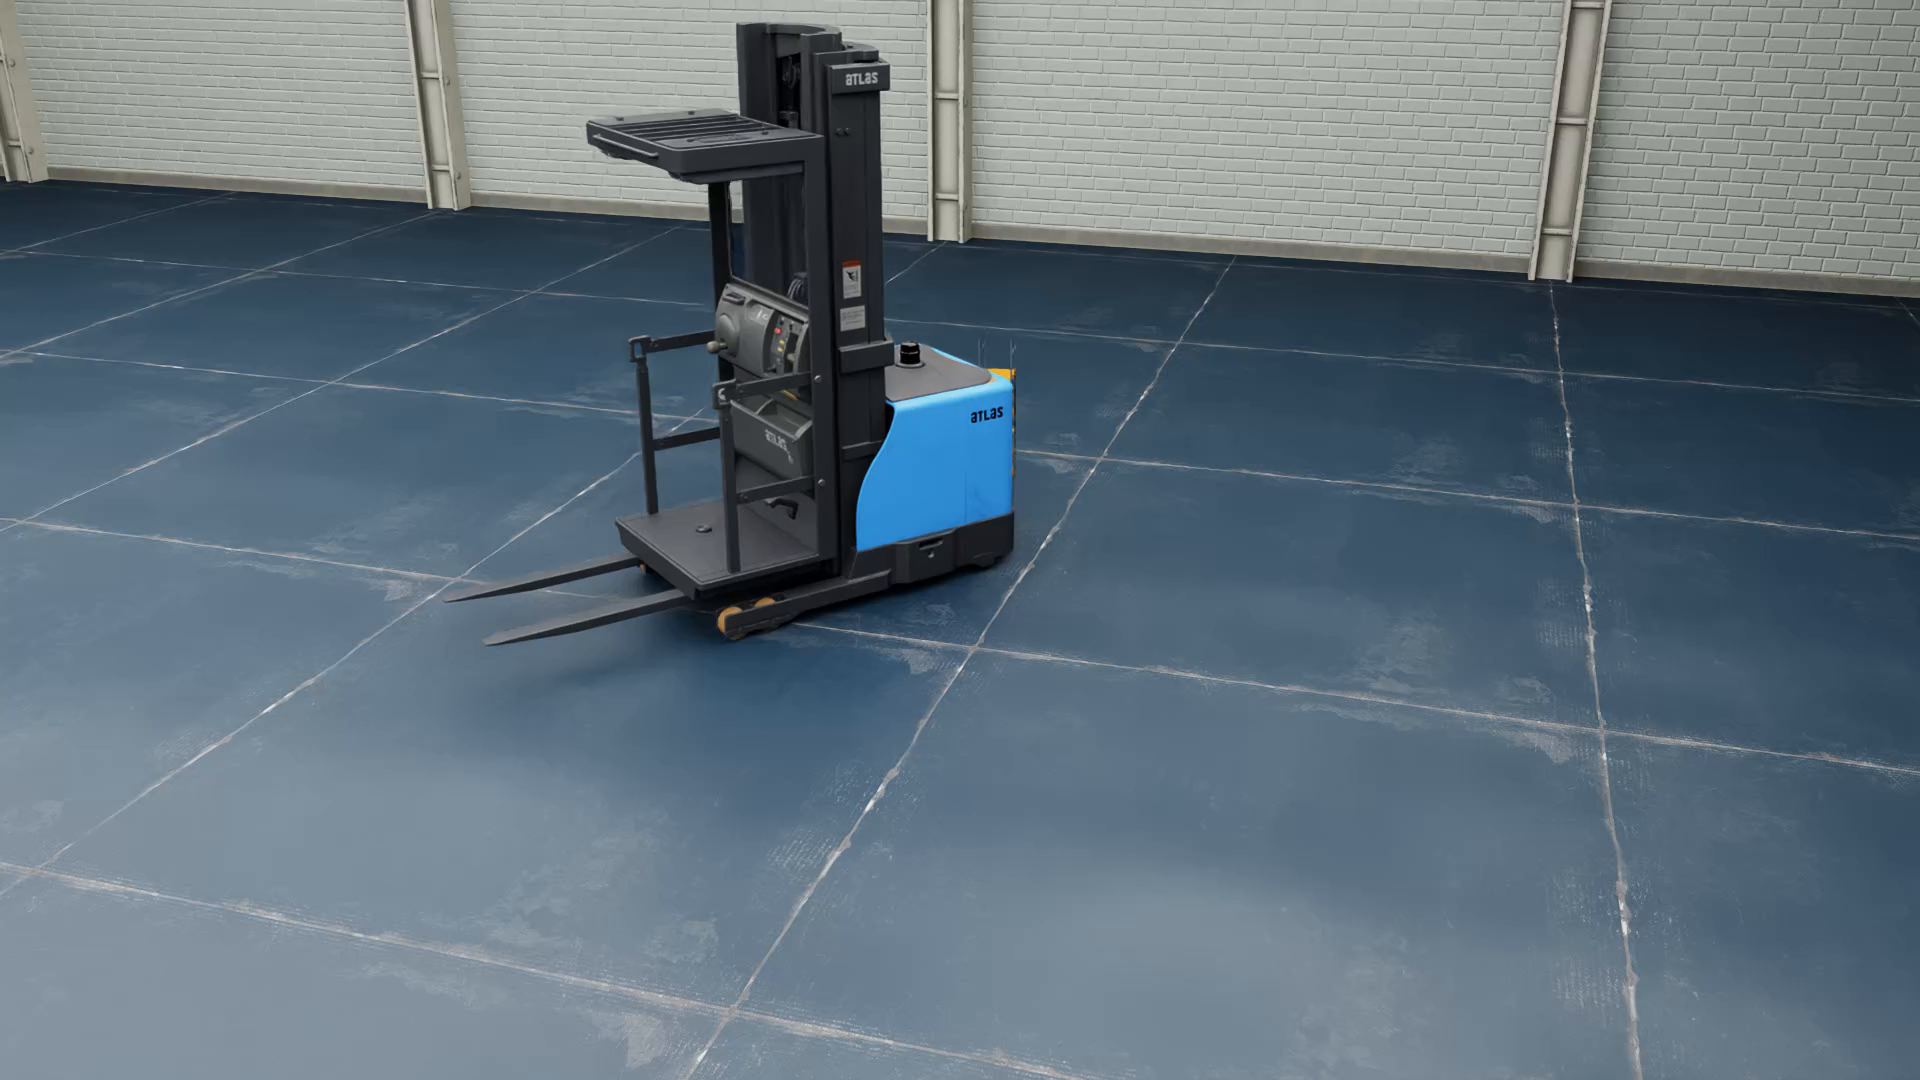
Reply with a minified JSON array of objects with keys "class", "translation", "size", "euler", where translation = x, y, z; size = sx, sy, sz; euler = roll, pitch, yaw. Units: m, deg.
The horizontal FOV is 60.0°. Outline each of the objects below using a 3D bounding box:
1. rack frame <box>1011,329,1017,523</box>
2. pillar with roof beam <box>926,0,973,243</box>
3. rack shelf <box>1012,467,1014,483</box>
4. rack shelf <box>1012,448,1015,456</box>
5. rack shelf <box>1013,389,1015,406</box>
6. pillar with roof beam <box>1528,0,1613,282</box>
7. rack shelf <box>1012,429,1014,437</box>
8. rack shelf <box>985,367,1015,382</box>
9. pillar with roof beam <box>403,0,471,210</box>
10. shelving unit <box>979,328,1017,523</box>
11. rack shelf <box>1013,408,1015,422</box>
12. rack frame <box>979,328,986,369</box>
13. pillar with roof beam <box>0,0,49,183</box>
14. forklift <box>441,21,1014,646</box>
[{"class":"rack frame","translation":[0.307,-0.611,9.678],"size":[0.006,1.200,0.240],"euler":[3,23,8]},{"class":"pillar with roof beam","translation":[-1.350,-5.767,11.972],"size":[0.400,9.000,9.100],"euler":[7,23,16]},{"class":"rack shelf","translation":[0.217,-0.353,9.799],"size":[0.180,0.103,0.258],"euler":[3,23,8]},{"class":"rack shelf","translation":[0.217,-0.464,9.753],"size":[0.180,0.103,0.258],"euler":[3,23,8]},{"class":"rack shelf","translation":[0.217,-0.797,9.616],"size":[0.180,0.103,0.258],"euler":[3,23,8]},{"class":"pillar with roof beam","translation":[4.394,-5.109,10.369],"size":[0.400,9.000,9.100],"euler":[7,23,16]},{"class":"rack shelf","translation":[0.217,-0.575,9.708],"size":[0.180,0.103,0.258],"euler":[3,23,8]},{"class":"rack shelf","translation":[0.217,-0.908,9.571],"size":[0.180,0.103,0.258],"euler":[3,23,8]},{"class":"pillar with roof beam","translation":[-7.095,-6.425,13.576],"size":[0.400,9.000,9.100],"euler":[7,23,16]},{"class":"shelving unit","translation":[0.217,-0.616,9.691],"size":[0.189,1.200,0.258],"euler":[3,23,8]},{"class":"rack shelf","translation":[0.217,-0.686,9.662],"size":[0.180,0.103,0.258],"euler":[3,23,8]},{"class":"rack frame","translation":[0.126,-0.621,9.703],"size":[0.006,1.200,0.240],"euler":[3,23,8]},{"class":"pillar with roof beam","translation":[-12.839,-7.083,15.179],"size":[0.400,9.000,9.100],"euler":[7,23,16]},{"class":"forklift","translation":[-1.202,-1.073,8.524],"size":[3.031,2.935,1.130],"euler":[-14,26,-31]}]
